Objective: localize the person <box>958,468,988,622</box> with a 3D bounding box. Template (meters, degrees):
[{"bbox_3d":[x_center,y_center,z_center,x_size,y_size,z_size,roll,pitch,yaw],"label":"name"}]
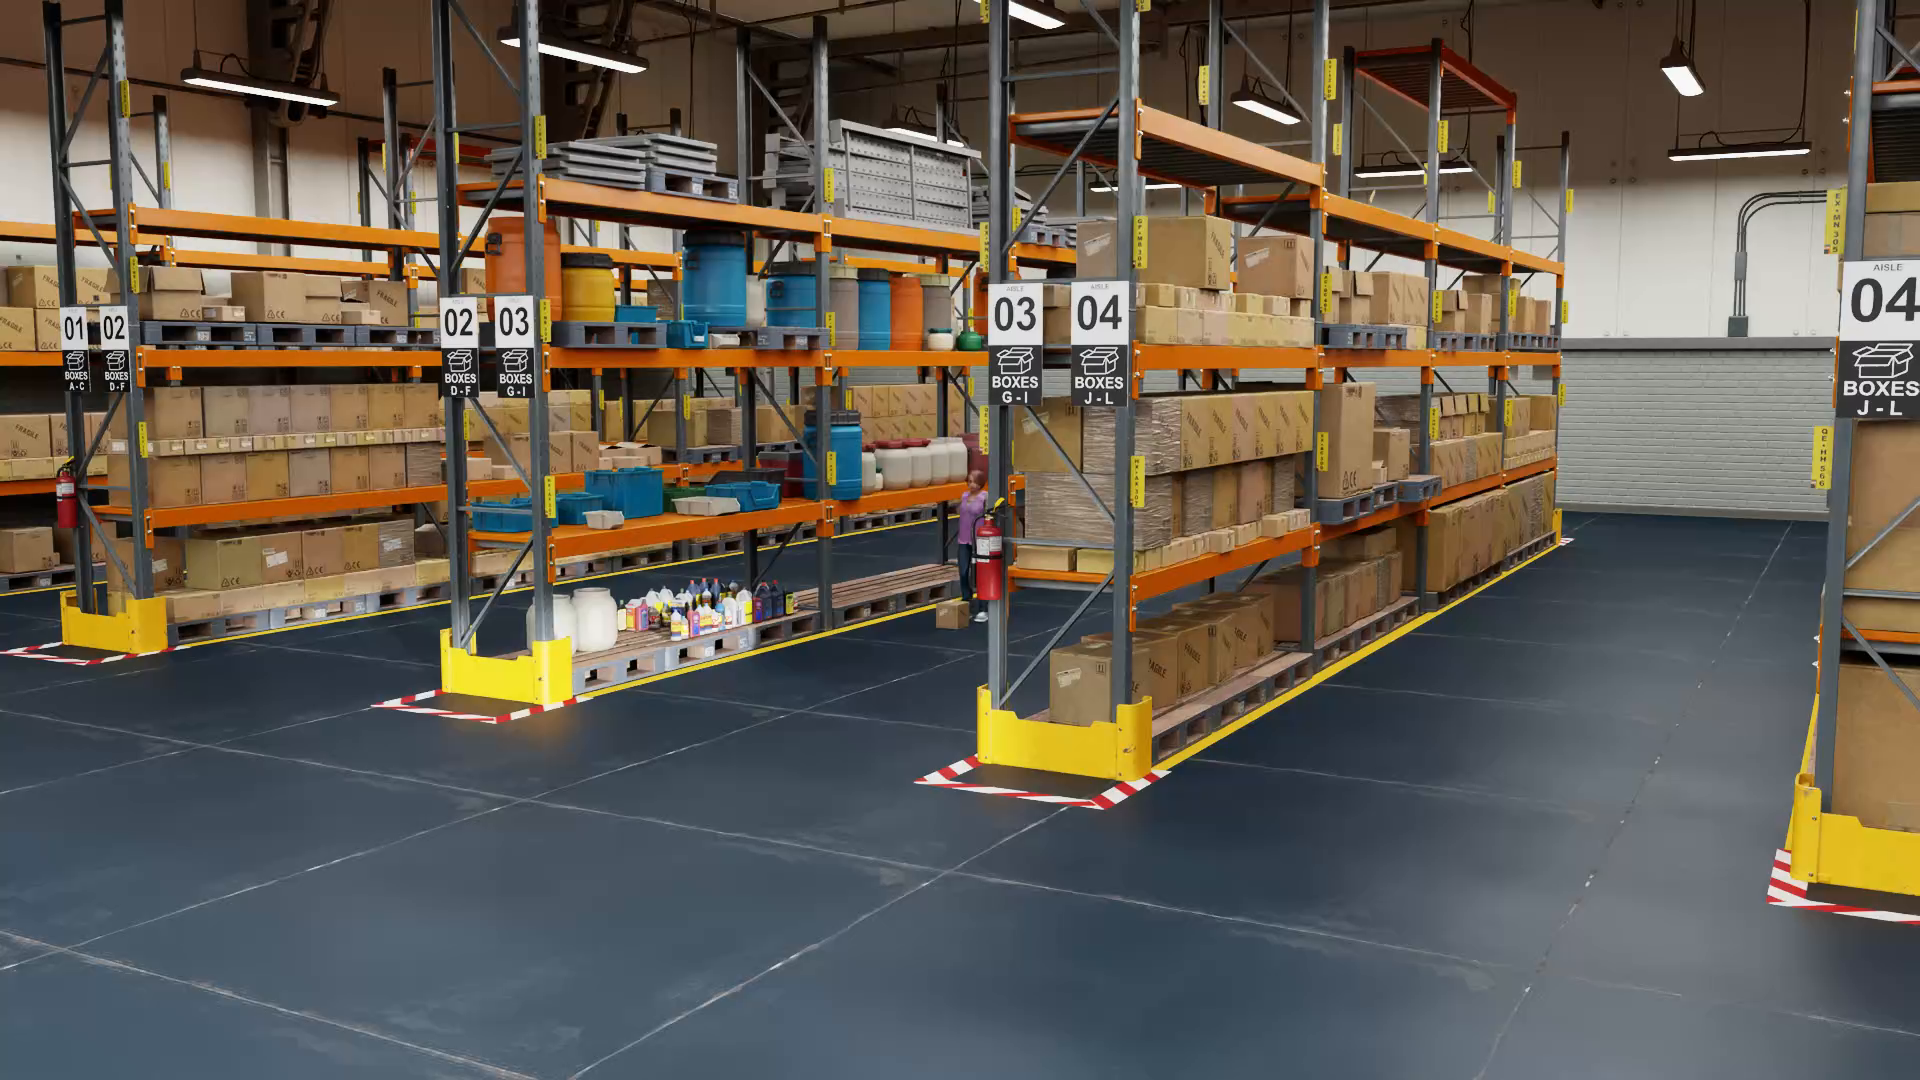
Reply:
[{"bbox_3d":[0.163,0.054,17.264,0.407,1.593,0.304,4,7,30],"label":"person"}]
